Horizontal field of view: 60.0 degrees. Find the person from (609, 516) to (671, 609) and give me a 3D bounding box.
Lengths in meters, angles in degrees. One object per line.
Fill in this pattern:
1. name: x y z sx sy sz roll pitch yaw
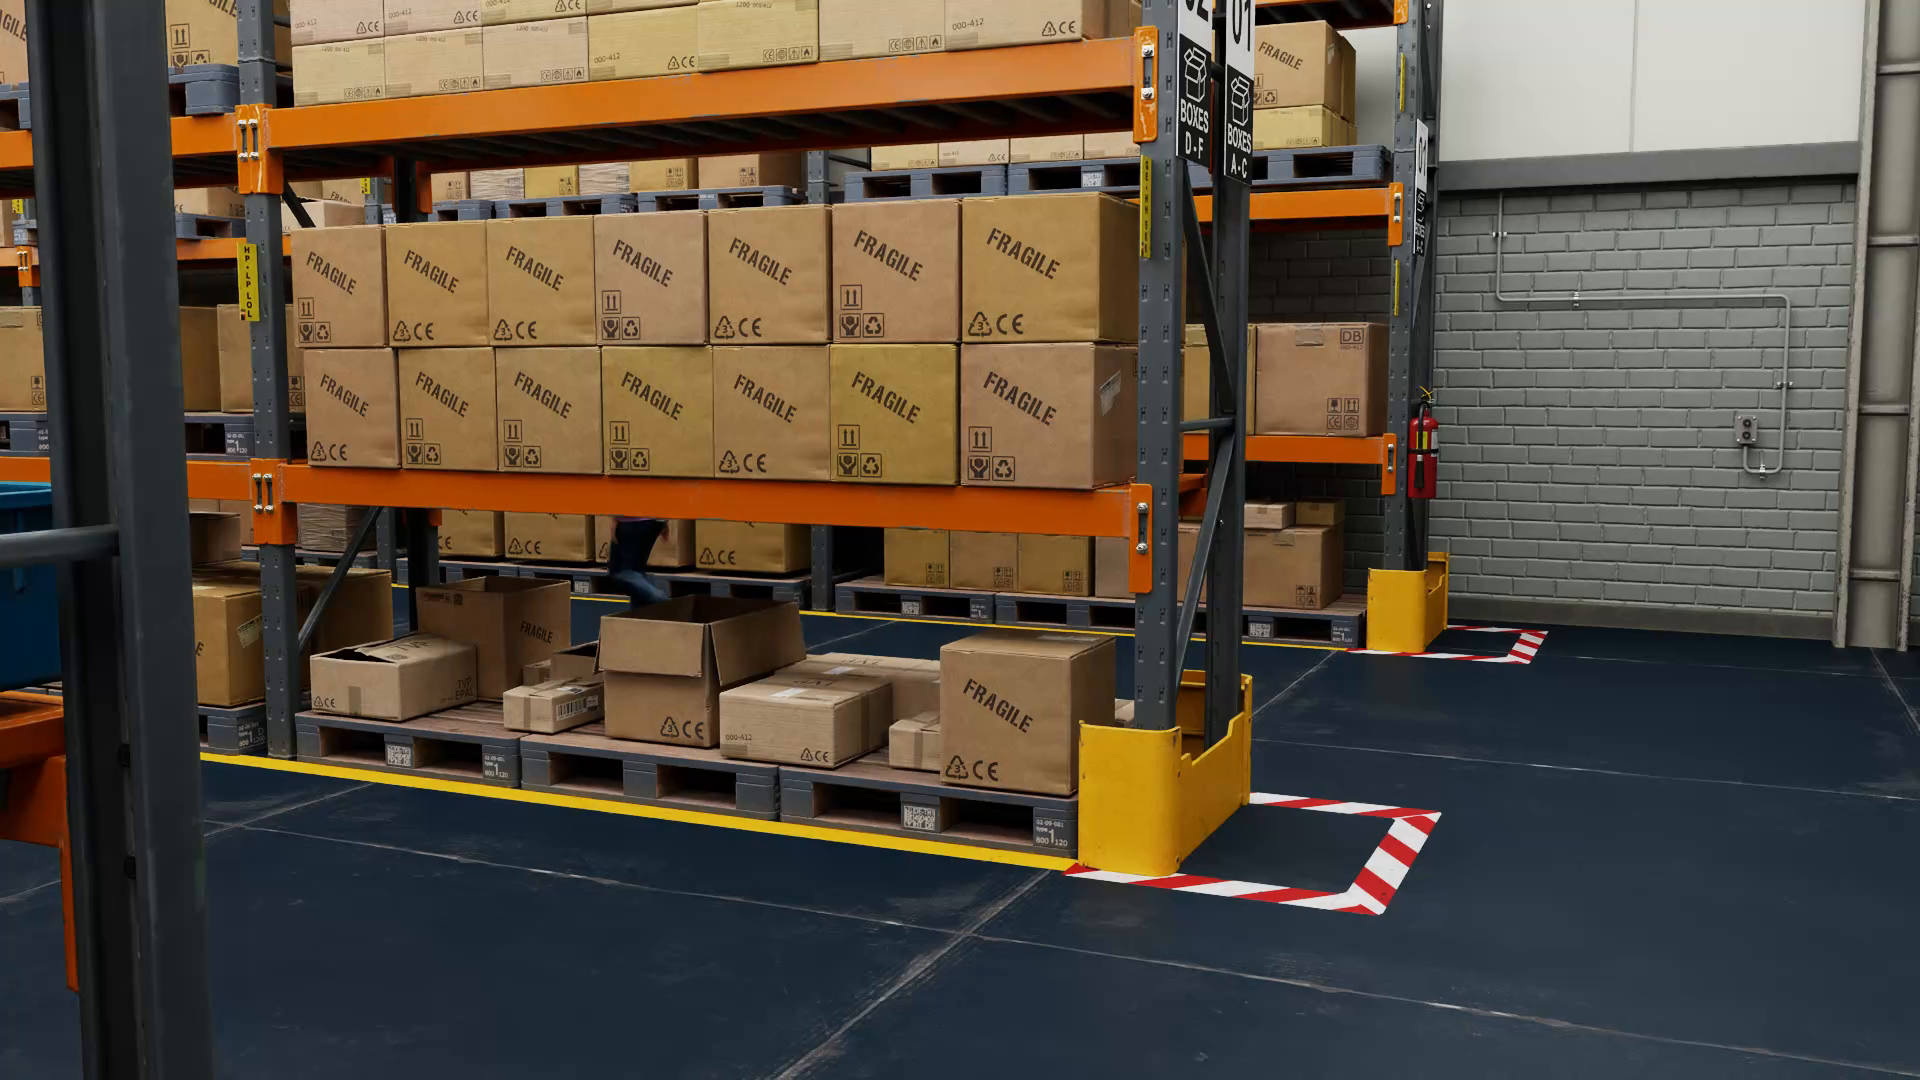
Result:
1. person: -1.913 -0.122 10.047 0.678 1.569 0.429 4 7 37
